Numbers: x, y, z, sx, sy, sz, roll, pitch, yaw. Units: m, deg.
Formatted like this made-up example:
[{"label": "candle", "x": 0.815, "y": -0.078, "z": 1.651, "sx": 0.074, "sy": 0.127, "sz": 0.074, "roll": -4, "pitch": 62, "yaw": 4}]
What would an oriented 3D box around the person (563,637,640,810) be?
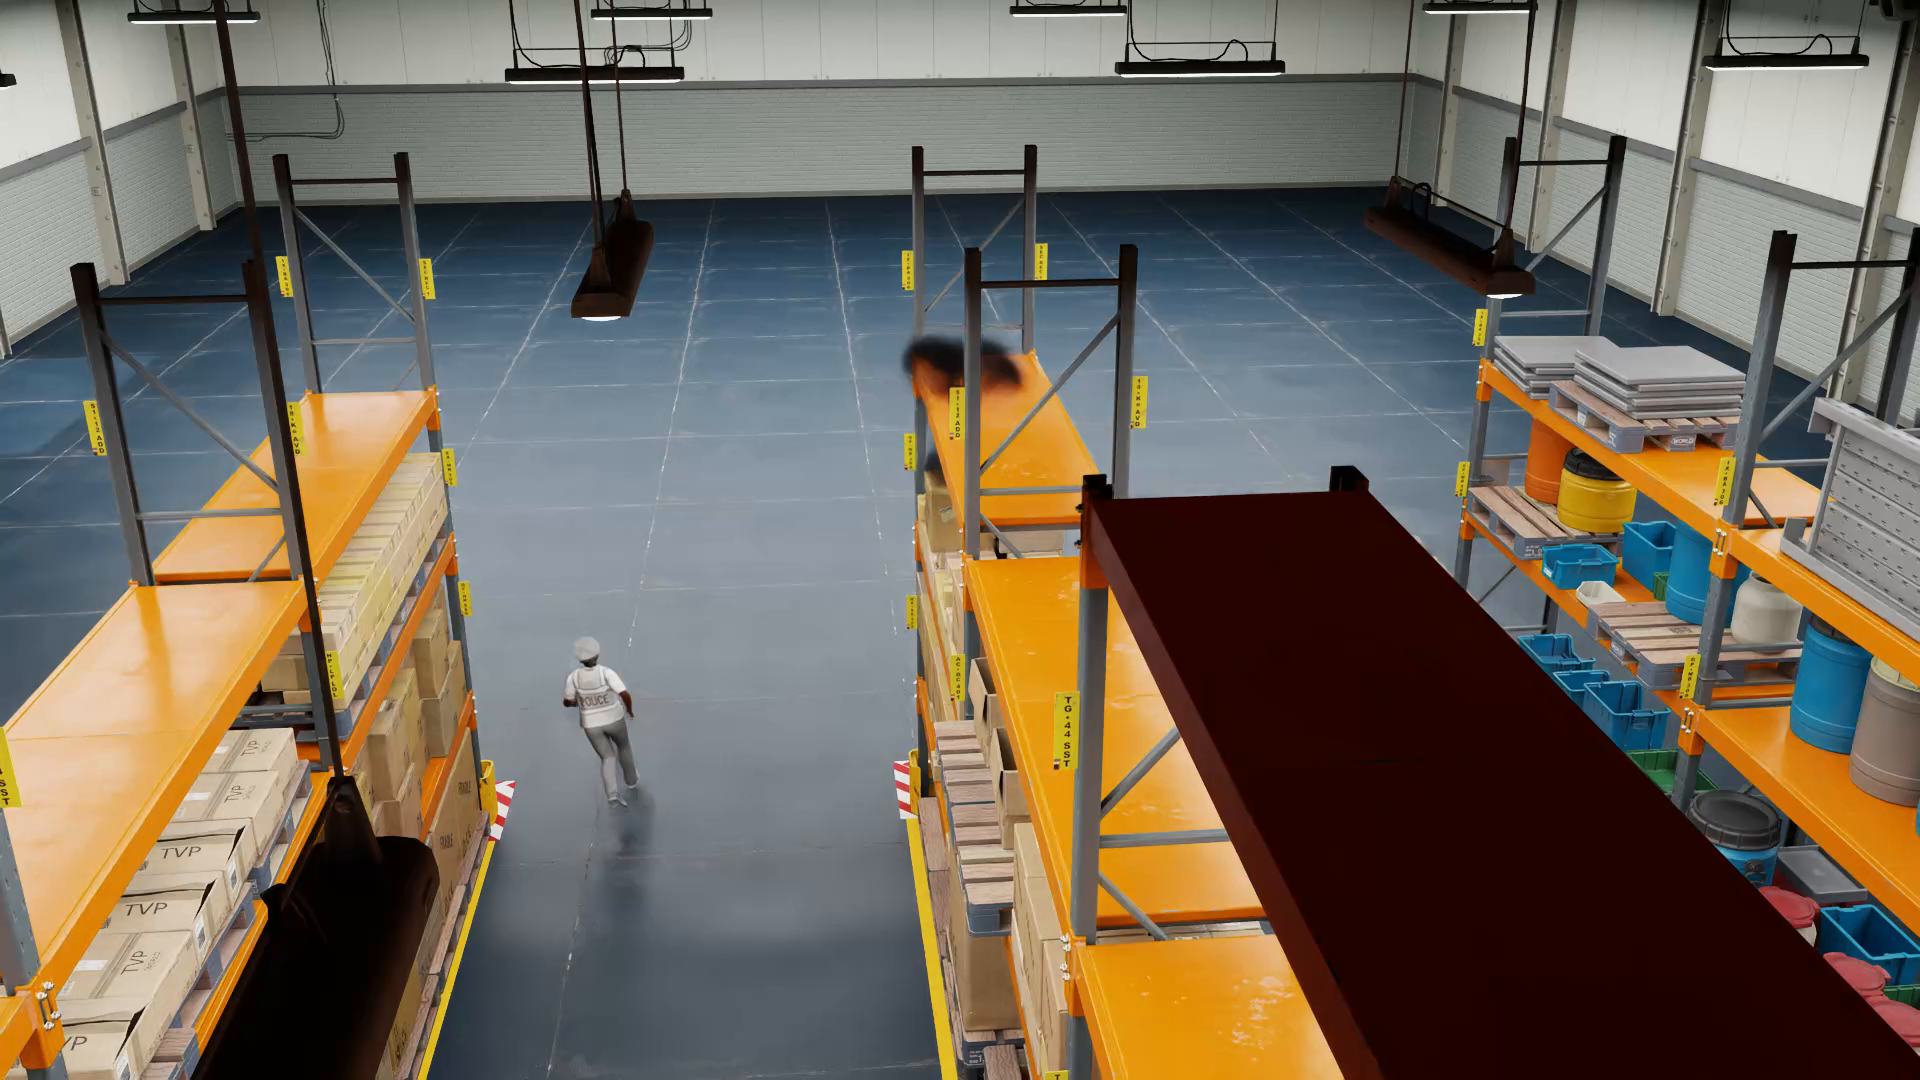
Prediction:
[{"label": "person", "x": -3.285, "y": 1.674, "z": 15.160, "sx": 0.618, "sy": 1.622, "sz": 0.903, "roll": -4, "pitch": 22, "yaw": -9}]
